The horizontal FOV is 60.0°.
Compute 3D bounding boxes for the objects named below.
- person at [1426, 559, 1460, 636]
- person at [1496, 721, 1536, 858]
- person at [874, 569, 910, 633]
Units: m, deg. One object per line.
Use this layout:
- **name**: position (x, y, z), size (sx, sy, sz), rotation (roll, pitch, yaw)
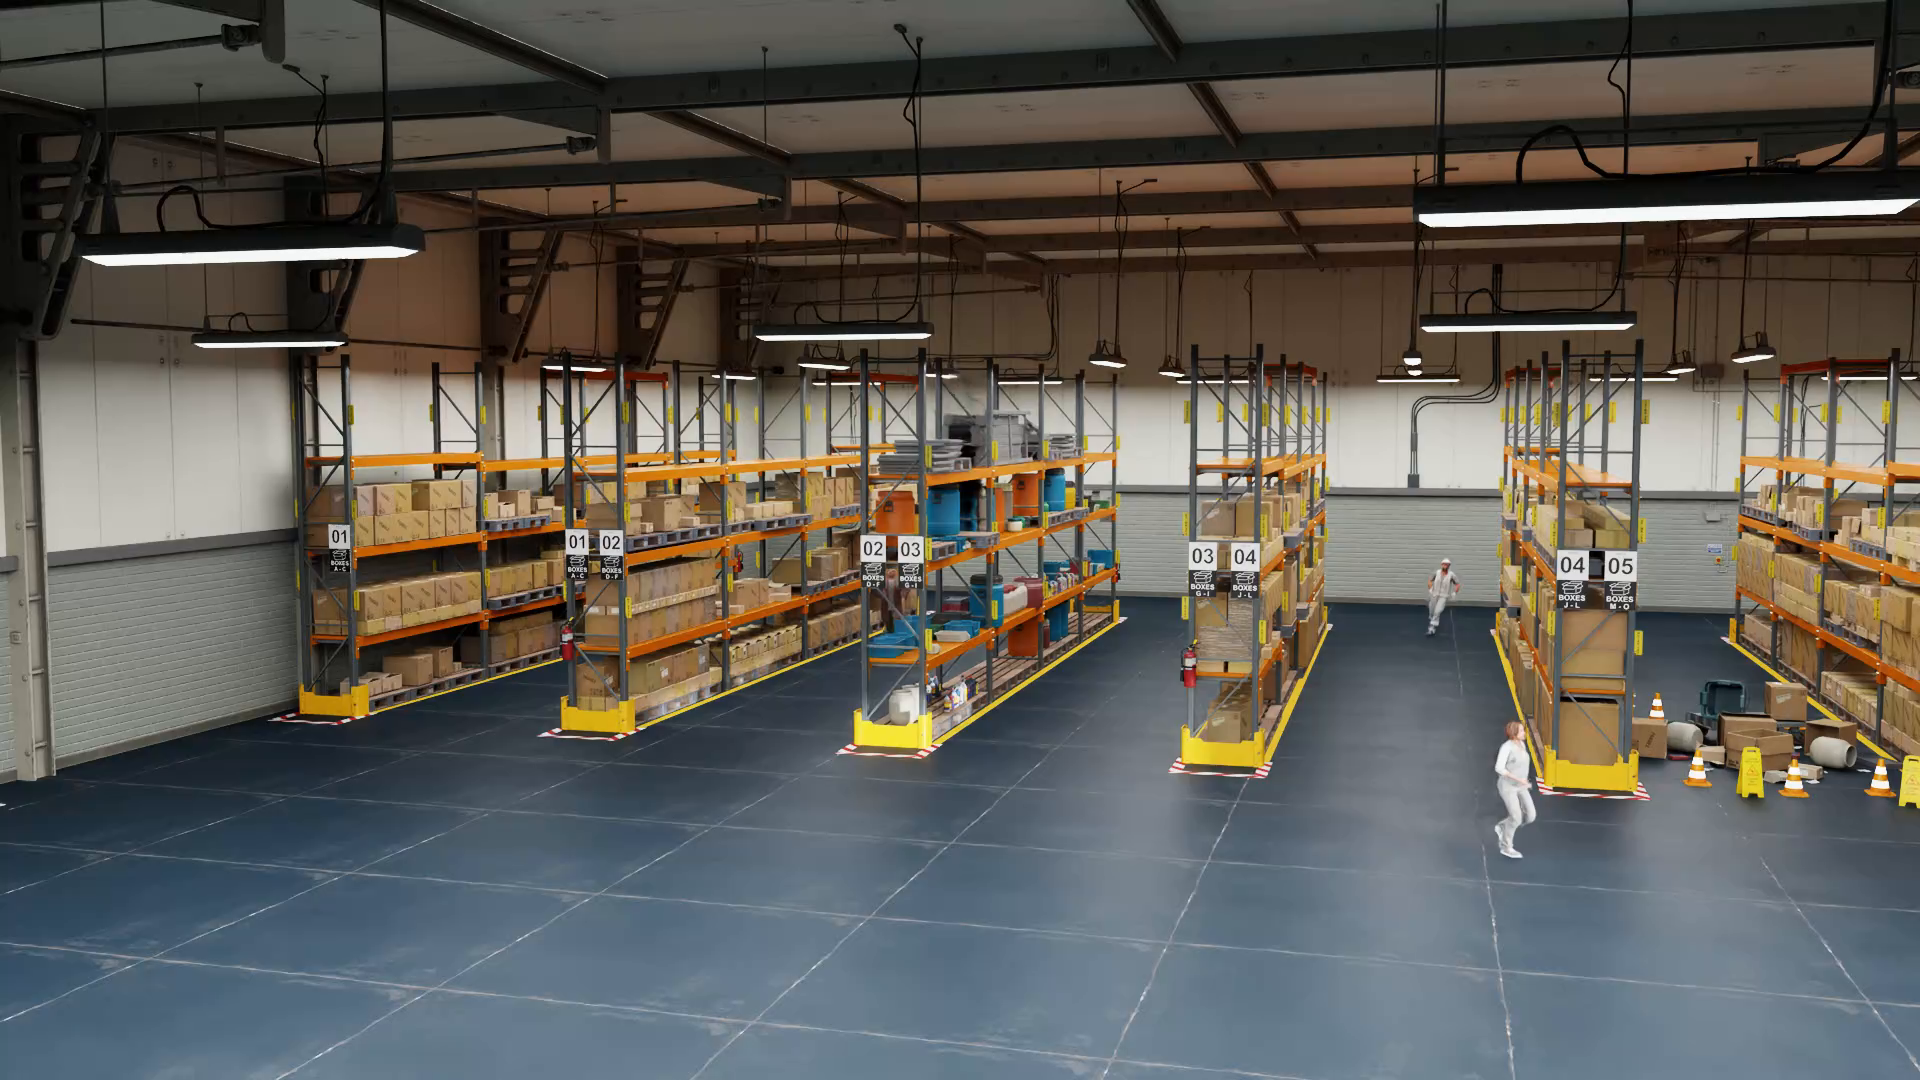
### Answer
- **person**: position (10.971, 1.293, 37.827), size (0.741, 1.746, 0.831), rotation (2, 5, 27)
- **person**: position (6.251, 2.814, 18.778), size (0.543, 1.564, 0.532), rotation (-4, 6, -40)
- **person**: position (-1.368, 1.403, 33.160), size (0.692, 1.842, 0.836), rotation (1, 4, 7)
